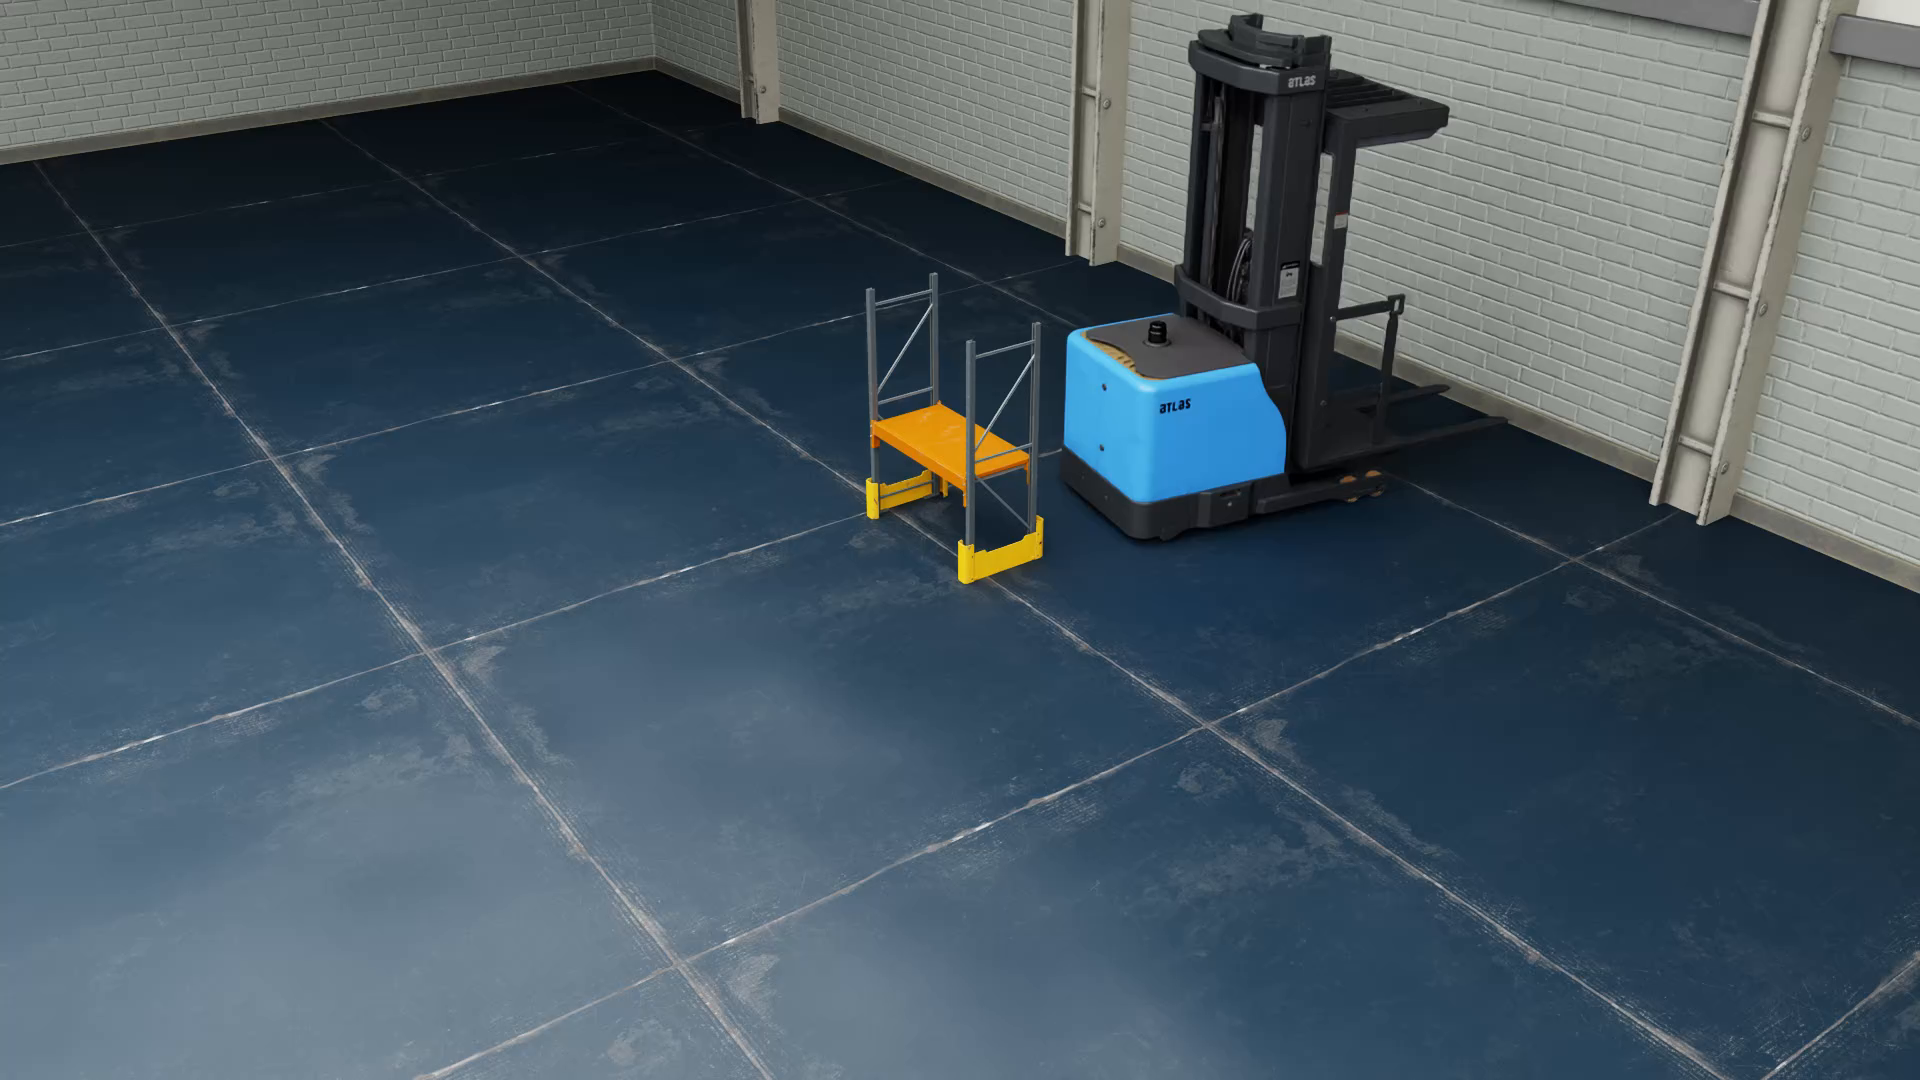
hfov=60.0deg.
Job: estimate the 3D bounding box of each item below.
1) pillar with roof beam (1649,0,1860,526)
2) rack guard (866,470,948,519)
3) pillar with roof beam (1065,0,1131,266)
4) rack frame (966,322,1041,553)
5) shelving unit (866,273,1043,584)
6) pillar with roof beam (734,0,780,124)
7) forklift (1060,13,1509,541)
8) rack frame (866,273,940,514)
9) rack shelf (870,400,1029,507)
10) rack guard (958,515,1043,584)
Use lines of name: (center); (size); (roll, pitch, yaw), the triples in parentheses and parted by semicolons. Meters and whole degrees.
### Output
pillar with roof beam: (1.159, -2.969, 6.289); (9.100, 9.000, 0.400); (-19, 34, -31)
rack guard: (-0.333, -0.333, 10.601); (0.587, 0.250, 0.087); (-19, 34, -31)
pillar with roof beam: (-2.321, -5.302, 10.584); (9.100, 9.000, 0.400); (-19, 34, -31)
rack frame: (0.245, -0.495, 9.589); (0.500, 1.500, 0.032); (-19, 34, -31)
shelving unit: (-0.044, -0.689, 9.947); (0.587, 1.500, 1.083); (-19, 34, -31)
pillar with roof beam: (-5.802, -7.635, 14.878); (9.100, 9.000, 0.400); (-19, 34, -31)
forklift: (2.215, -1.746, 10.393); (3.031, 2.935, 1.130); (-13, 31, -22)
rack frame: (-0.344, -0.890, 10.317); (0.500, 1.500, 0.032); (-19, 34, -31)
rack shelf: (-0.049, -0.534, 10.039); (0.538, 0.185, 1.000); (-19, 34, -31)
rack guard: (0.245, 0.054, 9.888); (0.587, 0.250, 0.087); (-19, 34, -31)
